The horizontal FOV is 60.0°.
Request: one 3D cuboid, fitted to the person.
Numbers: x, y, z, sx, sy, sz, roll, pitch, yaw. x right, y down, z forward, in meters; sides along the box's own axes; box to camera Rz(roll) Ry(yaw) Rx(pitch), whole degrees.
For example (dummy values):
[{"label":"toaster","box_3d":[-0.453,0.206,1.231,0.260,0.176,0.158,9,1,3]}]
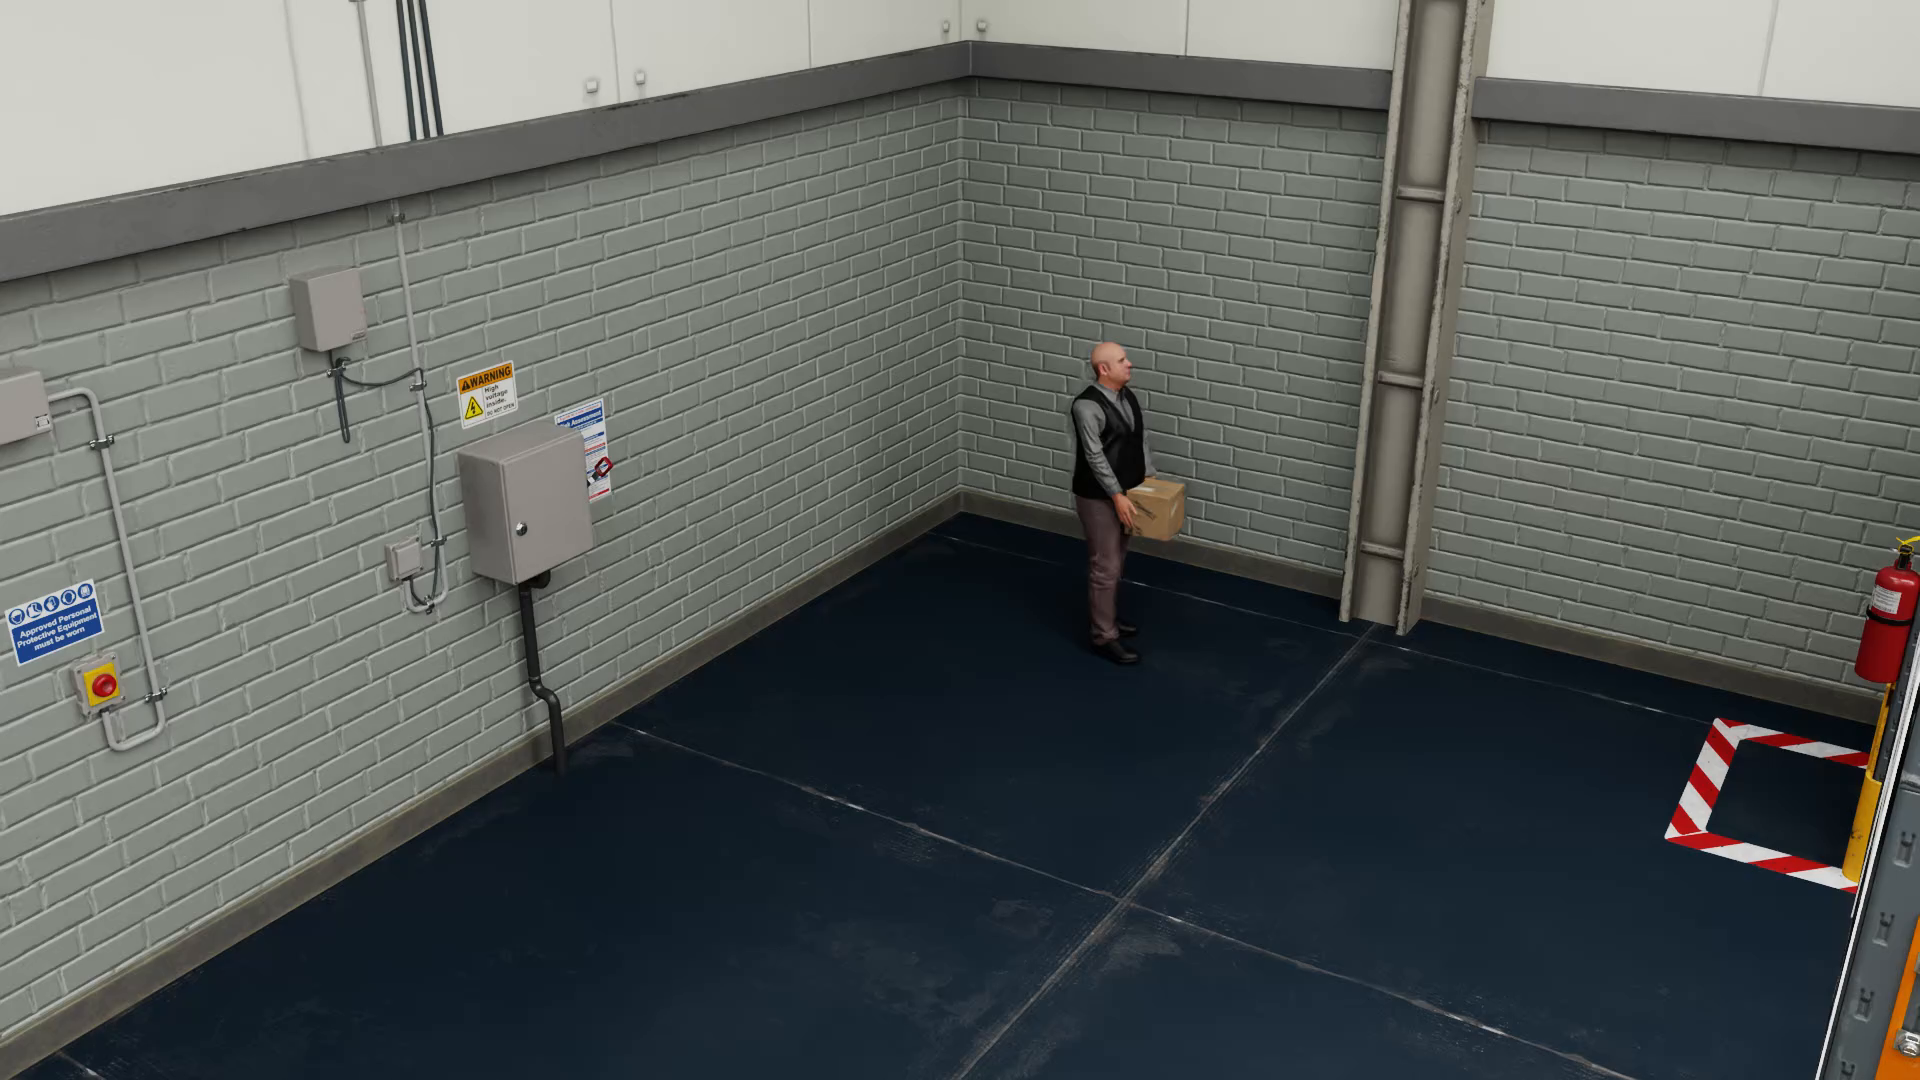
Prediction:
[{"label":"person","box_3d":[0.894,-0.229,9.152,0.537,1.726,0.554,15,27,31]}]
